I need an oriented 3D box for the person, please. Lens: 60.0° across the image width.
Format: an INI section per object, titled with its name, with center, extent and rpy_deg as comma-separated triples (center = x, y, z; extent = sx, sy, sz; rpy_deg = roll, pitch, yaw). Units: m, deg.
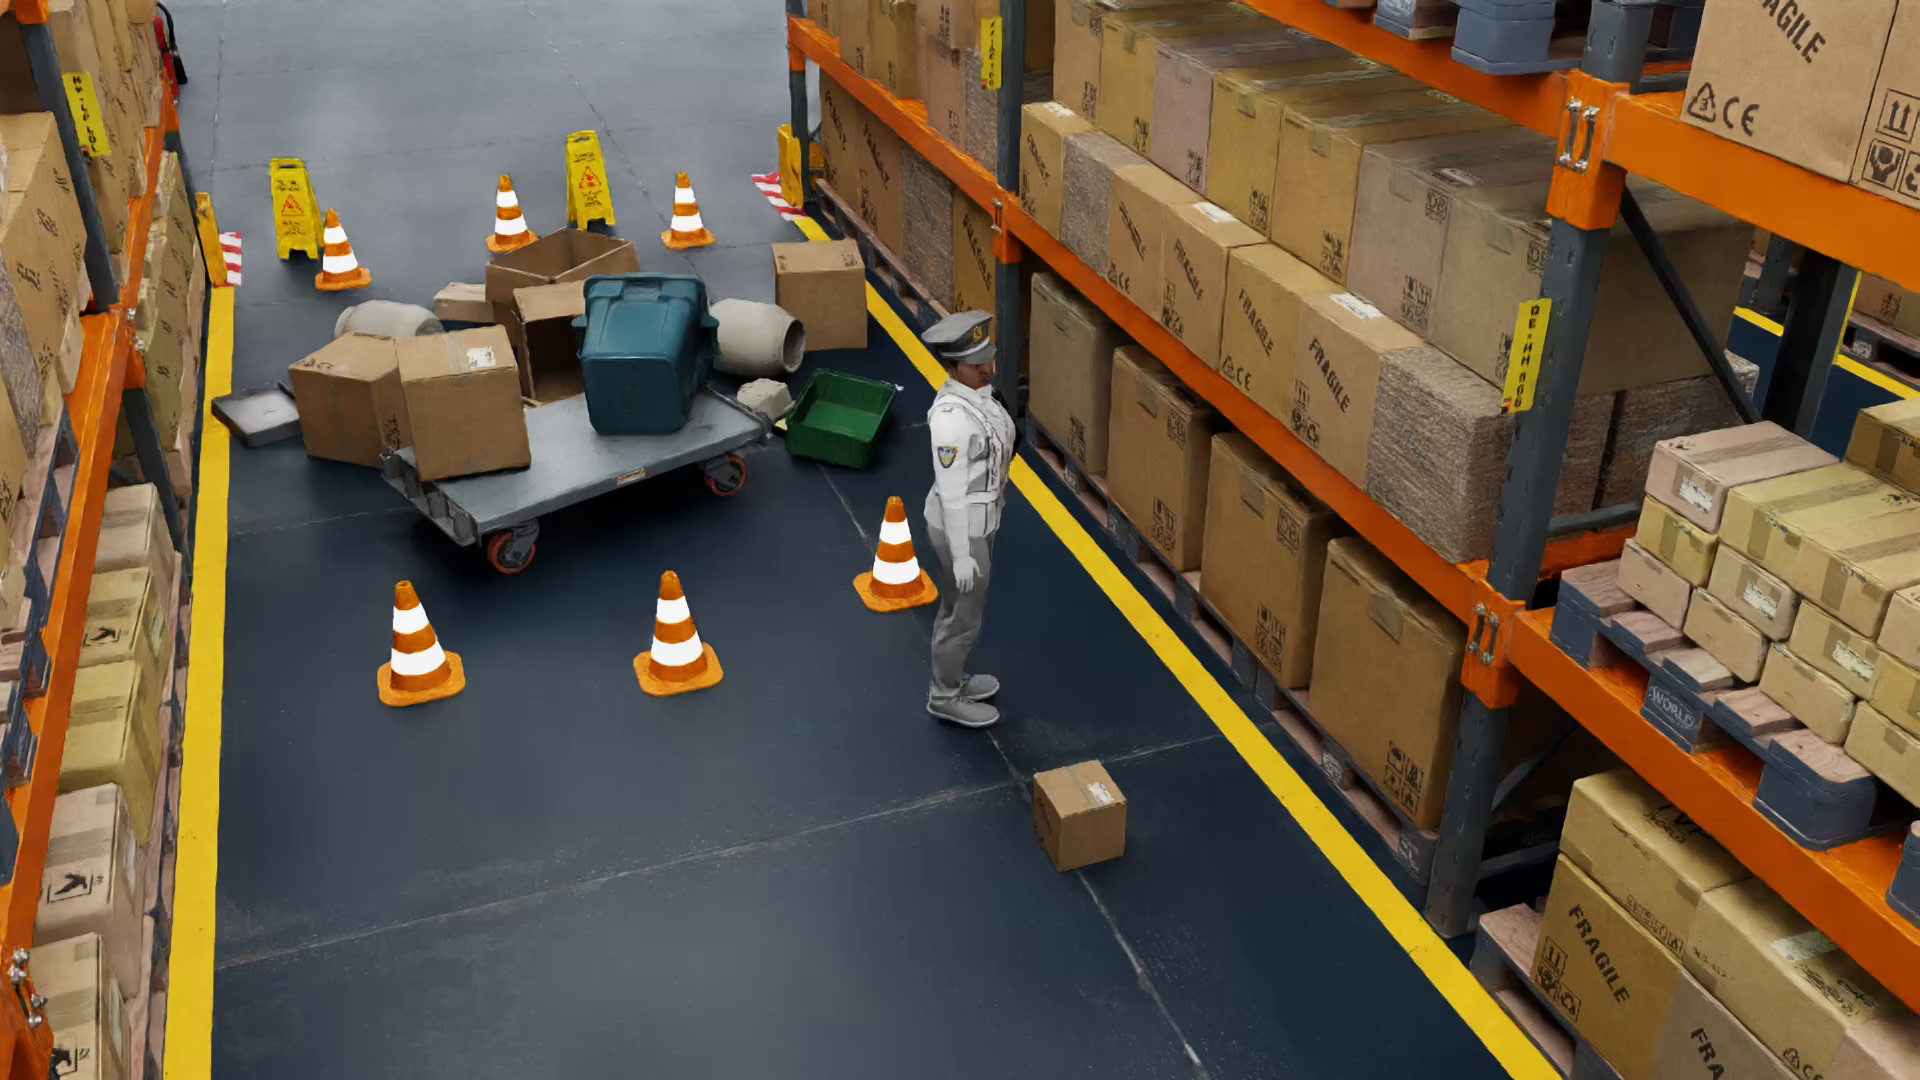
[person]
center = 0.034, -0.056, 6.175
extent = 0.355, 1.681, 0.530
rpy_deg = 6, 30, 9
